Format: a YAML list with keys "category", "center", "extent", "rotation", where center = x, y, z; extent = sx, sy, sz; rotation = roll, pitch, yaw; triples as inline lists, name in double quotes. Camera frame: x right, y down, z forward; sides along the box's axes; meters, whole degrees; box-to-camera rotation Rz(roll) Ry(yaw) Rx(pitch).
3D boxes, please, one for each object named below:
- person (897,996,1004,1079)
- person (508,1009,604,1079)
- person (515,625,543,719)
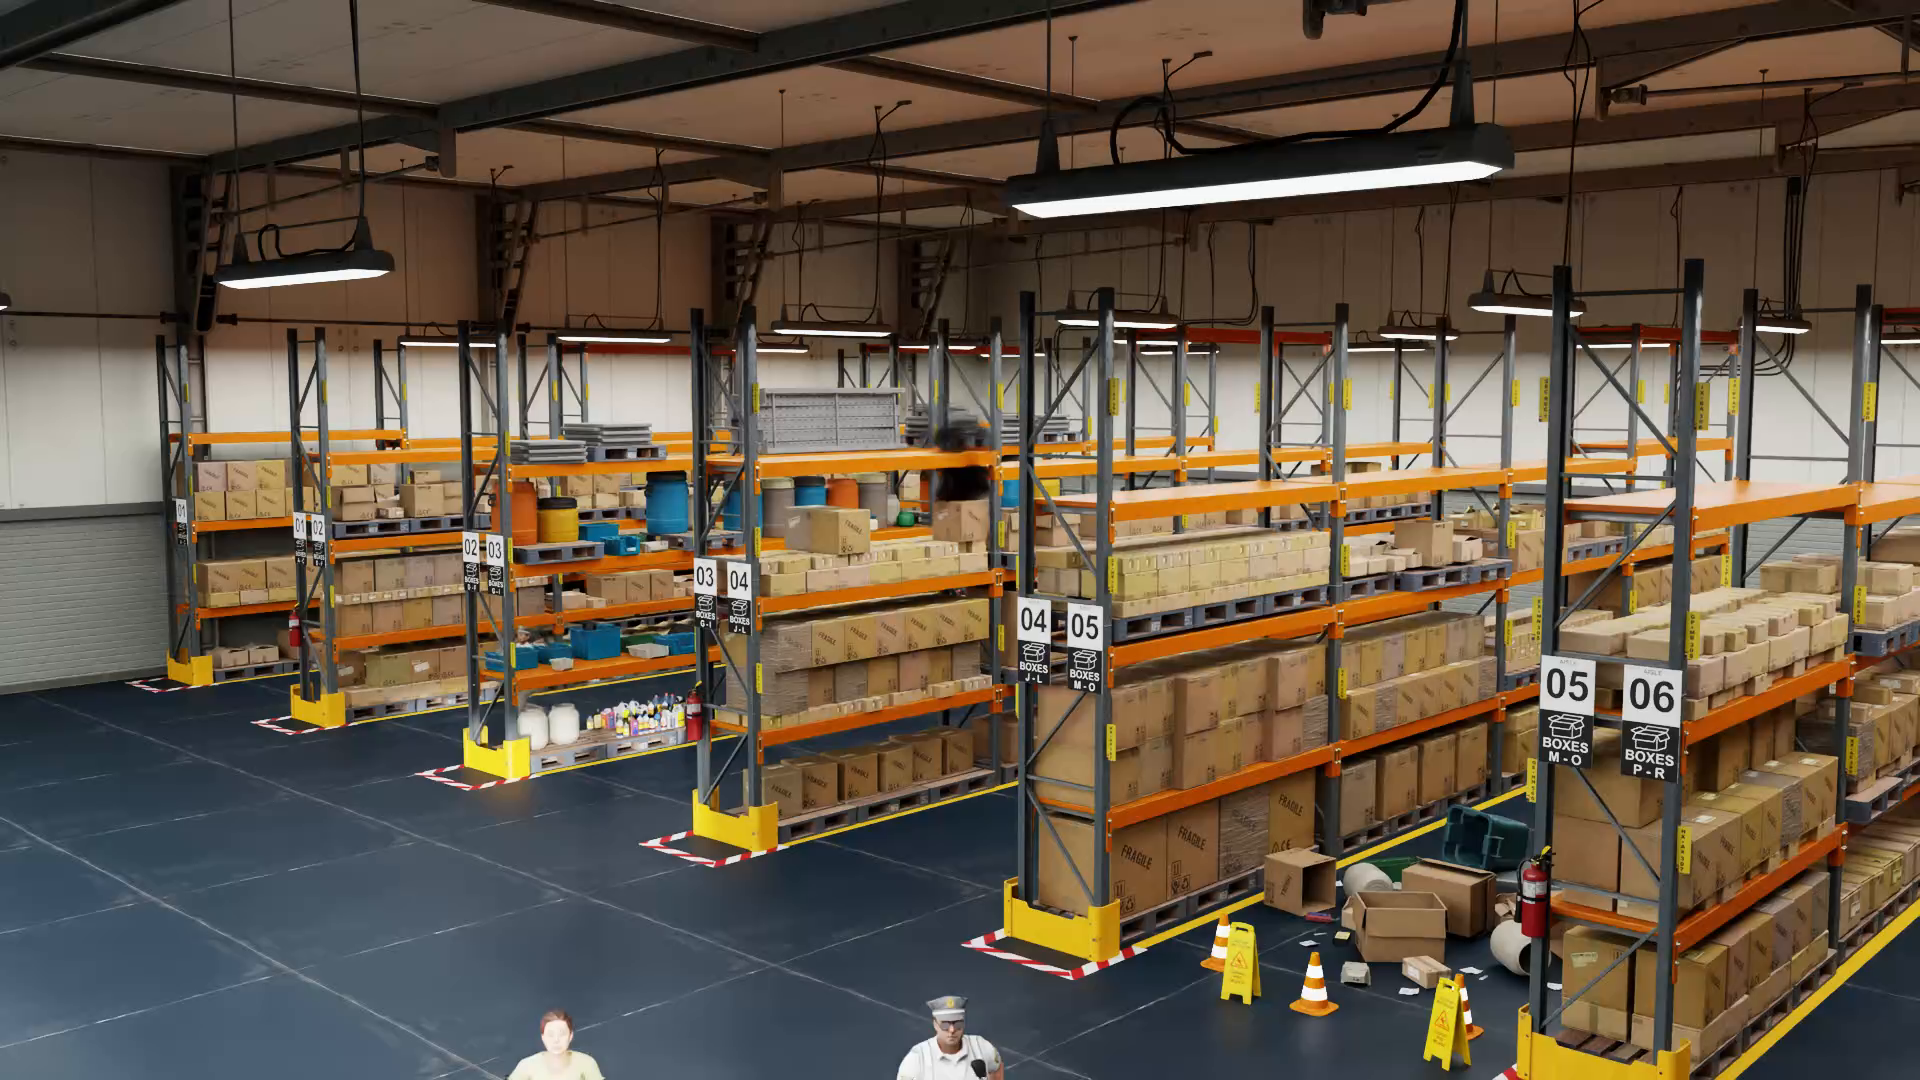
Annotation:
- category: "person"
  center: [-0.047, 3.422, 9.269]
  extent: [0.632, 1.841, 0.783]
  rotation: [0, 5, -4]
- category: "person"
  center: [-2.282, 3.472, 9.423]
  extent: [0.575, 1.627, 0.540]
  rotation: [-1, 6, -15]
- category: "person"
  center: [-6.329, 2.069, 24.313]
  extent: [0.617, 1.677, 0.747]
  rotation: [3, 6, 28]
